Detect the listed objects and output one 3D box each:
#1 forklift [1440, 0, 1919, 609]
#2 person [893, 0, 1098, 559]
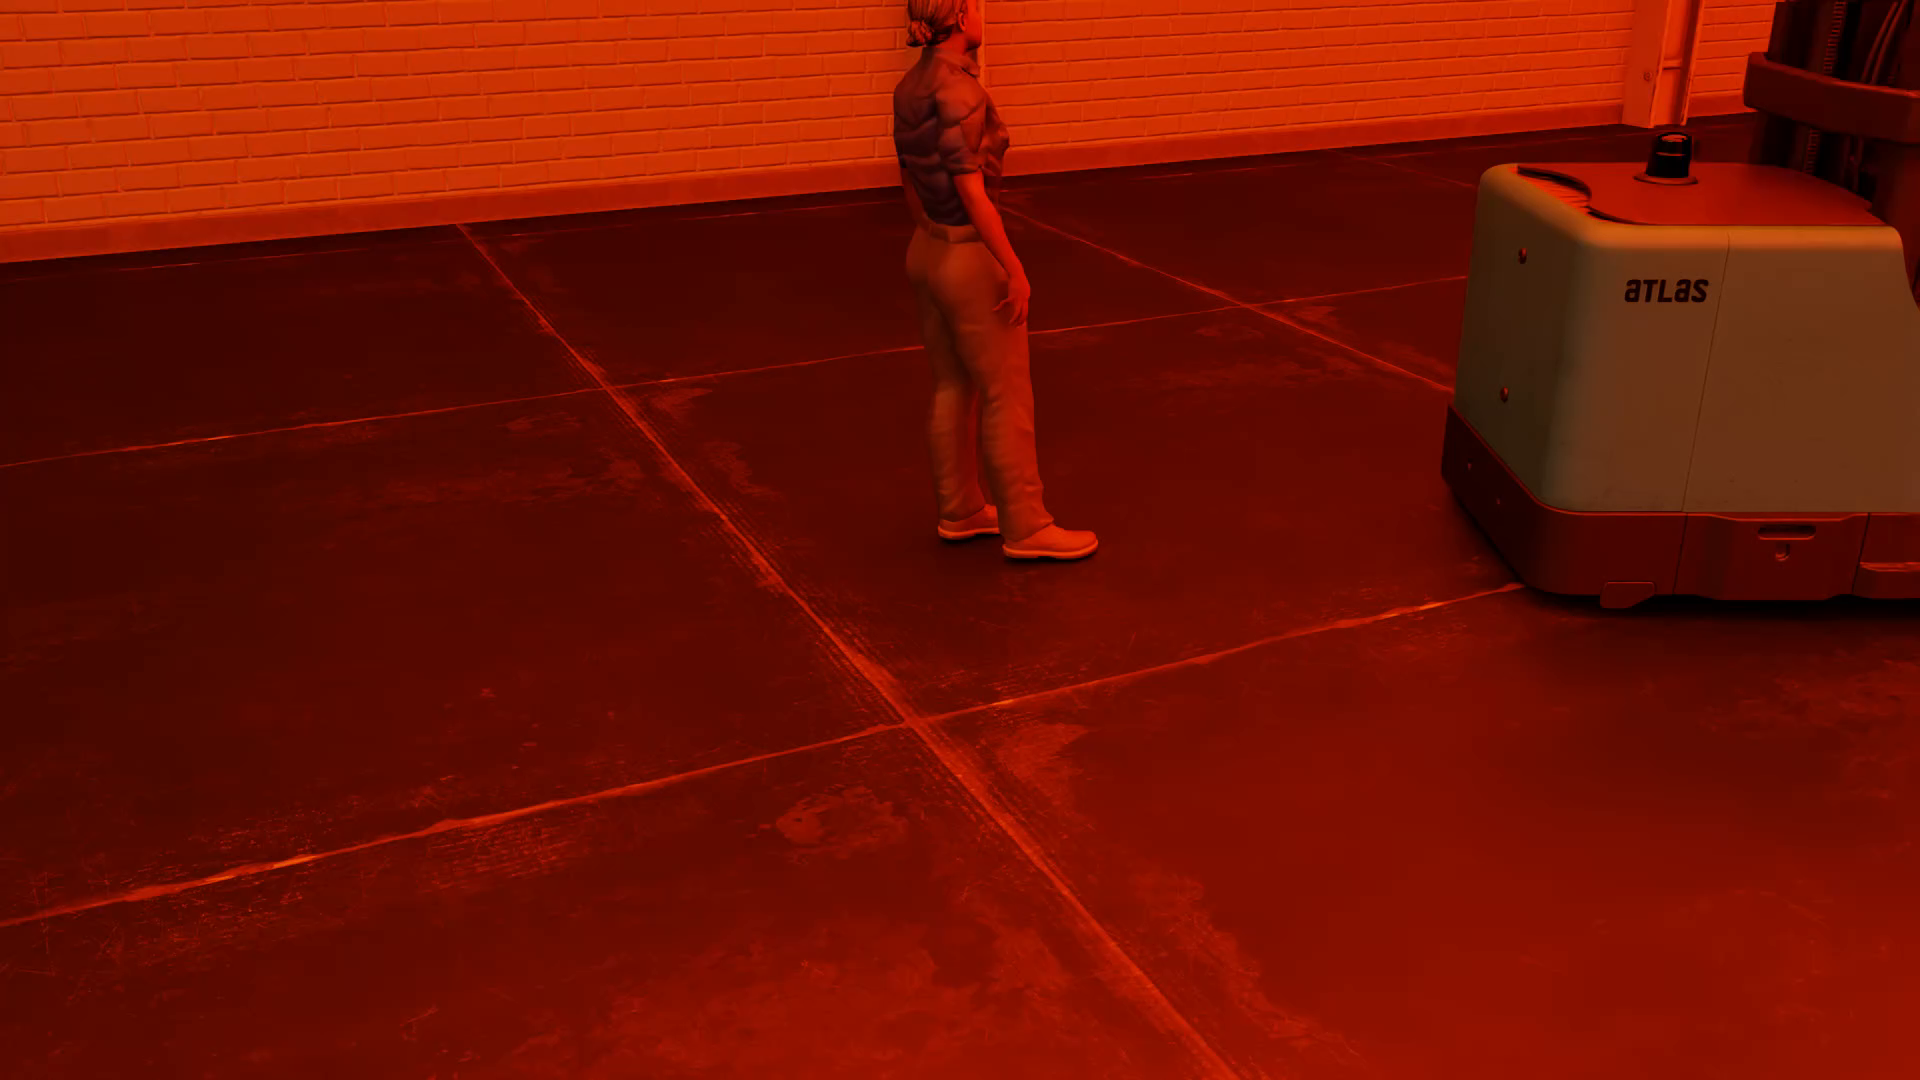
[{"bbox_3d":[3.086,-1.338,4.506,3.031,2.935,1.130,0,23,0],"label":"forklift"},{"bbox_3d":[0.088,-0.778,4.805,0.504,1.654,0.570,-10,25,-23],"label":"person"}]
